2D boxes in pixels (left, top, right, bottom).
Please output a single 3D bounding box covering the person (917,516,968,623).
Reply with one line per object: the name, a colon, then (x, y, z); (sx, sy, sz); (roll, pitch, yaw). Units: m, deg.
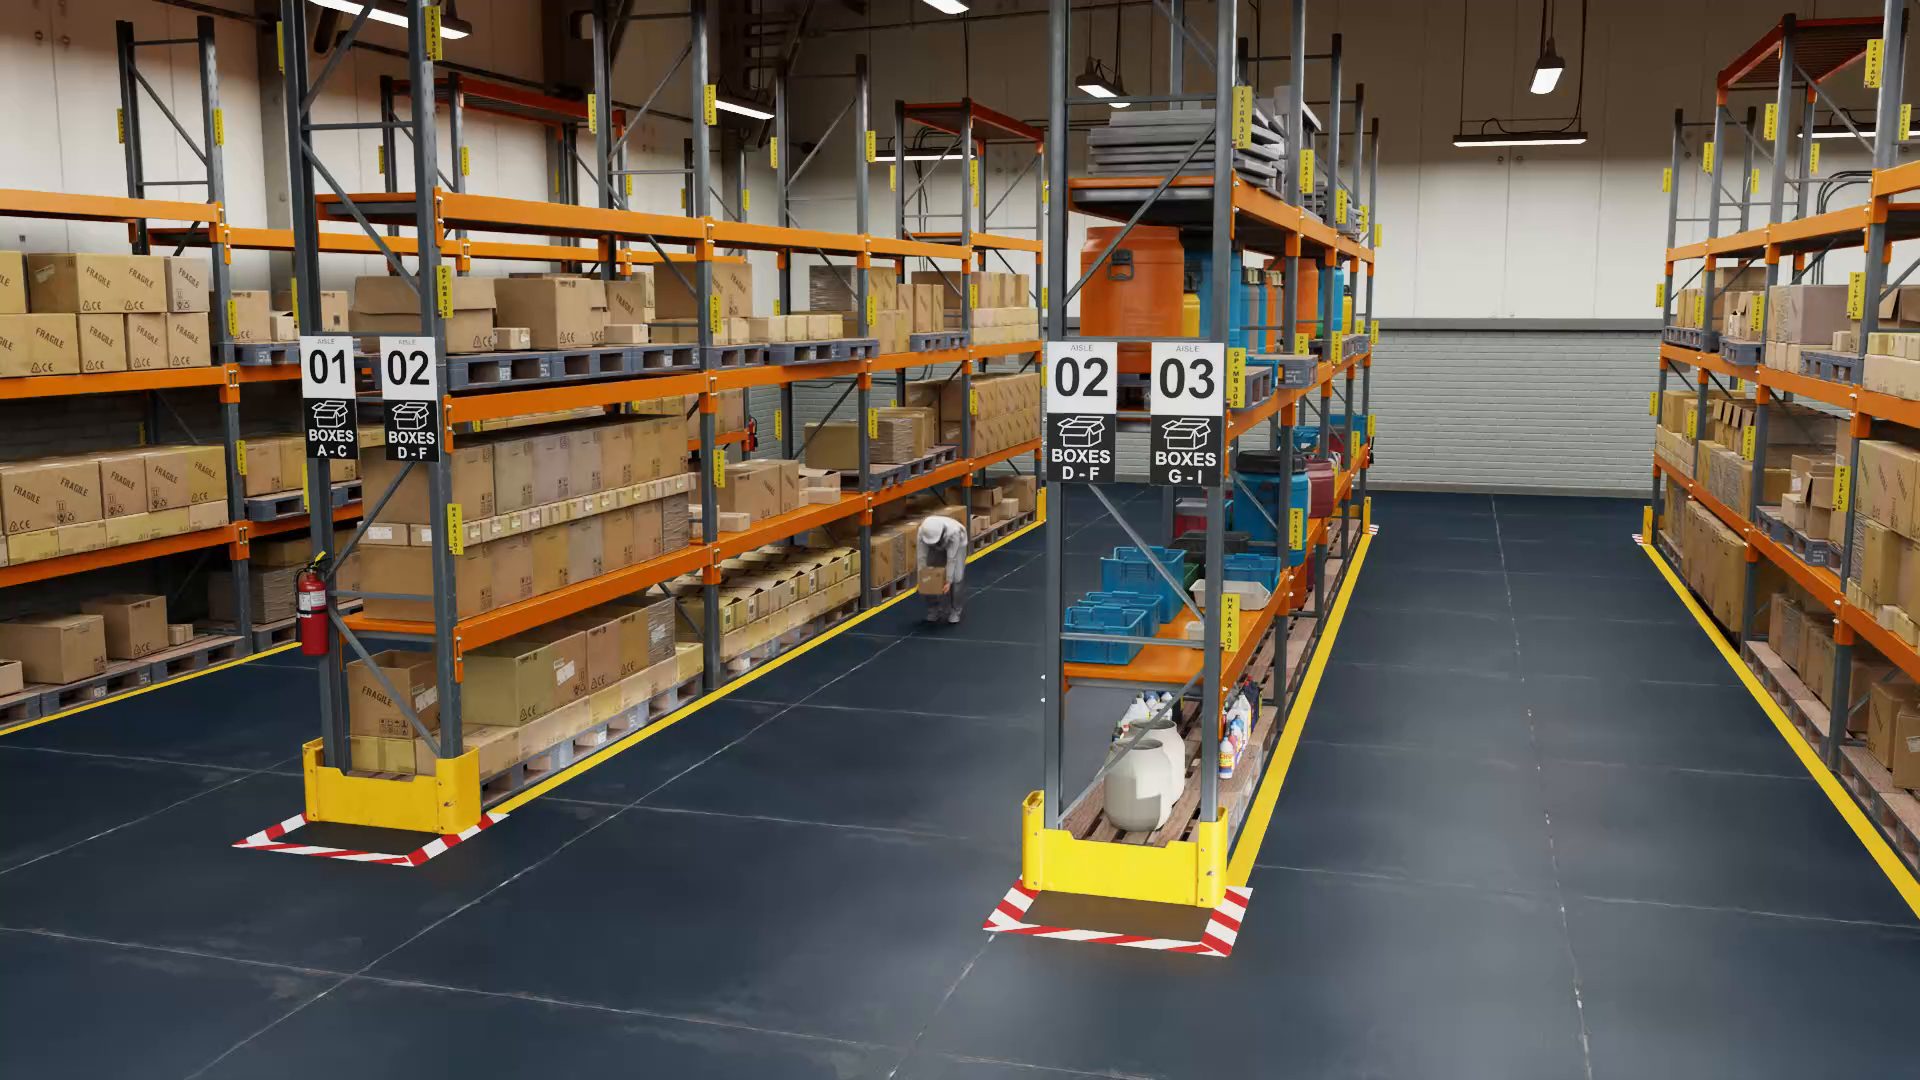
person: (-0.209, 0.300, 17.664); (0.483, 1.202, 0.980); (2, 9, 14)
